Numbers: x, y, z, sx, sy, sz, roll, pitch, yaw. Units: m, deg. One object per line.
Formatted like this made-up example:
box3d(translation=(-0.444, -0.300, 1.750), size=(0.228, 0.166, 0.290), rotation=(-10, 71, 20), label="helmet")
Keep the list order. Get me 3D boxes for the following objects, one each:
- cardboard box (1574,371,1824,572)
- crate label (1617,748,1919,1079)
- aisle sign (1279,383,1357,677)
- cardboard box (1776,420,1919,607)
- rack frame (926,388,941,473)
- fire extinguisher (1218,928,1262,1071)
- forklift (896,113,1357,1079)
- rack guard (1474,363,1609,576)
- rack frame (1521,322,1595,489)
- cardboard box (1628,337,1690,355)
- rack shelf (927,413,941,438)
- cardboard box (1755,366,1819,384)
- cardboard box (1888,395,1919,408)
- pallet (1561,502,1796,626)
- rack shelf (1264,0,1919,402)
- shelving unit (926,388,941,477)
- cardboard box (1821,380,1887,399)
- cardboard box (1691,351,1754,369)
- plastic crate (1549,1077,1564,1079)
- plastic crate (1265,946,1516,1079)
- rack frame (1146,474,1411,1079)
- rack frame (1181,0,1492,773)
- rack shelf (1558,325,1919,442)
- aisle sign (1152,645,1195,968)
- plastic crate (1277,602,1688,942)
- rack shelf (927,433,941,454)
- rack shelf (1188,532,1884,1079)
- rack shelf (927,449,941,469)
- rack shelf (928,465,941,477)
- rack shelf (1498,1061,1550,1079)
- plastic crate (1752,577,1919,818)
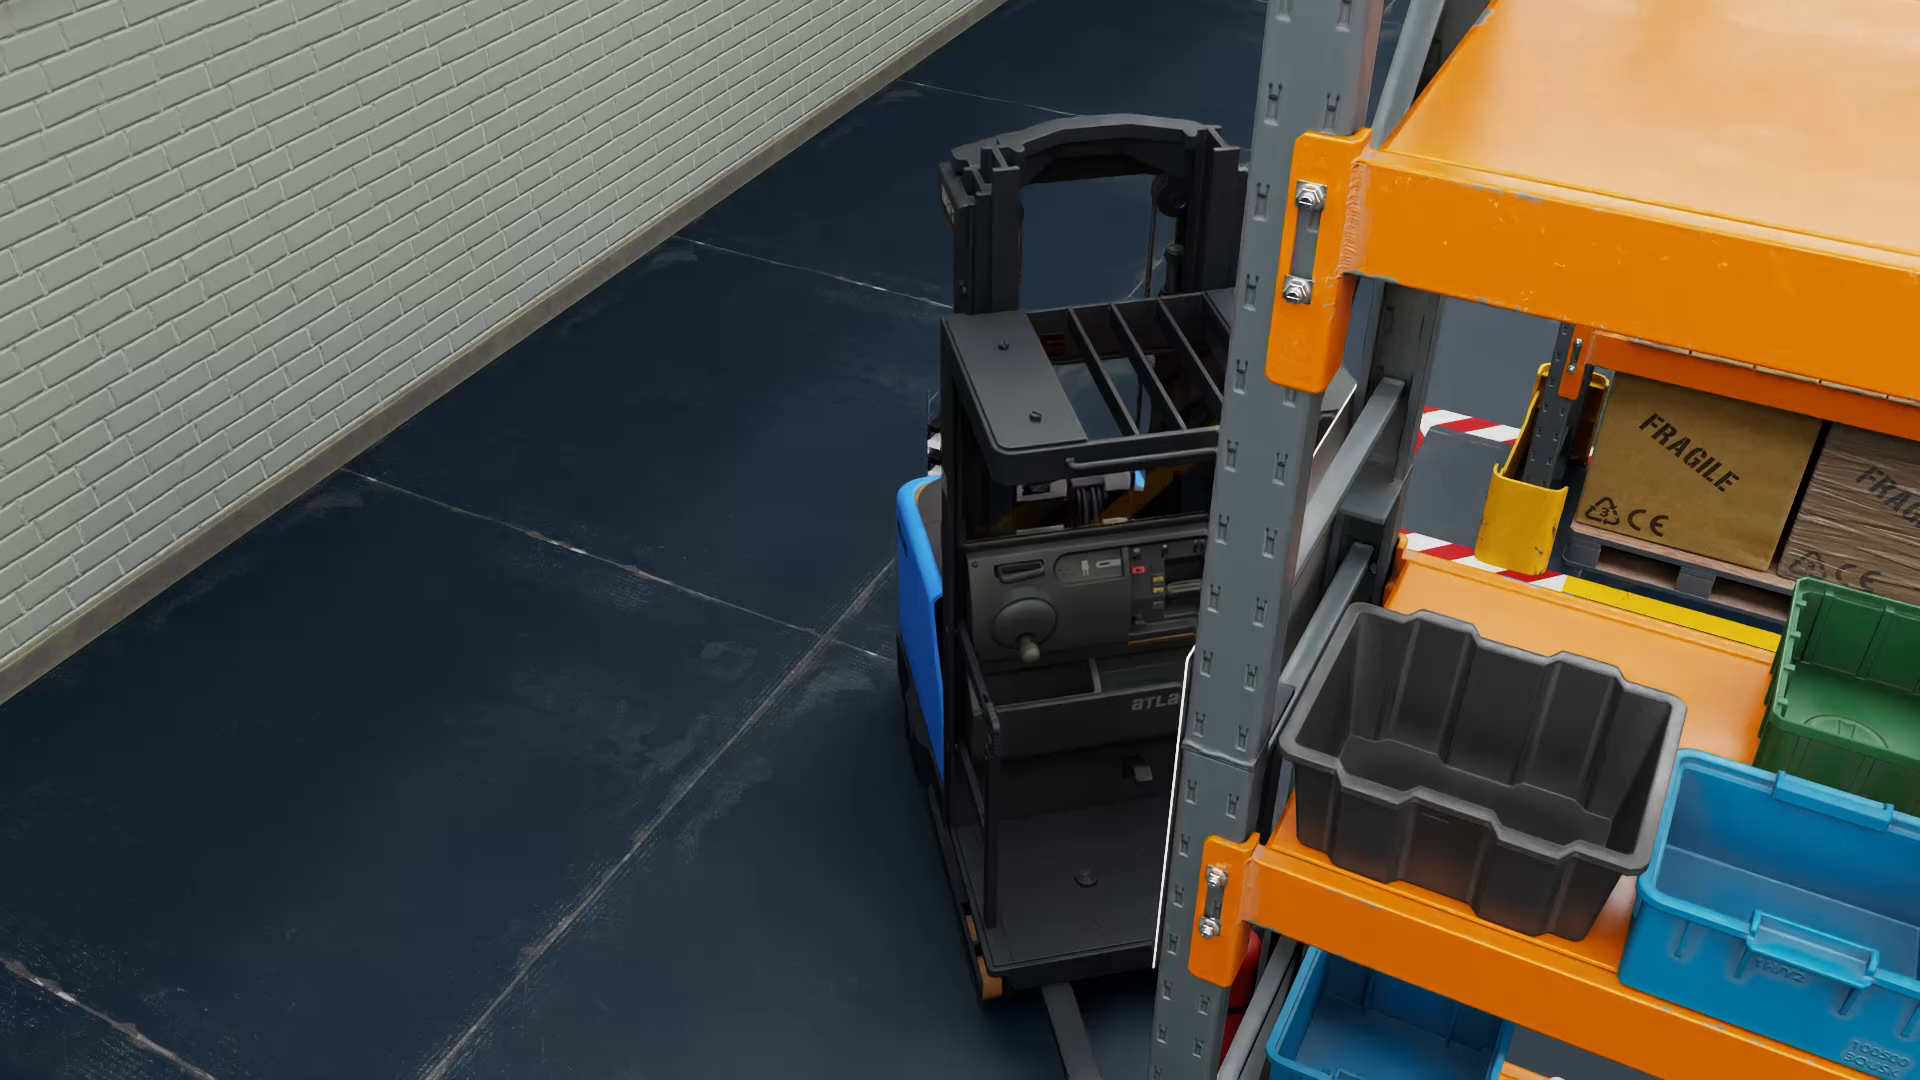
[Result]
box3d(translation=(3.545, -0.547, 7.900), size=(0.875, 0.875, 0.875), rotation=(17, 41, 21), label="cardboard box")
box3d(translation=(1.332, 0.592, 2.631), size=(0.502, 0.251, 0.408), rotation=(17, 41, 21), label="crate label")
box3d(translation=(0.733, 0.085, 3.507), size=(0.004, 0.787, 0.394), rotation=(17, 41, 21), label="aisle sign")
box3d(translation=(4.353, -0.294, 7.567), size=(0.875, 0.875, 0.875), rotation=(17, 41, 21), label="cardboard box")
box3d(translation=(-0.097, -0.389, 8.018), size=(0.006, 0.900, 0.240), rotation=(17, 41, 21), label="rack frame")
box3d(translation=(0.737, 1.191, 4.572), size=(0.183, 0.674, 0.296), rotation=(17, 41, 21), label="fire extinguisher")
box3d(translation=(0.533, 0.251, 5.495), size=(1.130, 2.935, 3.031), rotation=(-7, 38, -10), label="forklift")
box3d(translation=(2.918, -0.372, 8.327), size=(0.348, 0.500, 1.175), rotation=(17, 41, 21), label="rack guard")
box3d(translation=(2.939, -1.361, 7.562), size=(0.127, 3.000, 1.000), rotation=(17, 41, 21), label="rack frame")
box3d(translation=(3.103, -0.985, 7.275), size=(0.250, 0.149, 0.380), rotation=(18, 41, 22), label="cardboard box")
box3d(translation=(-0.007, -0.549, 7.838), size=(0.200, 0.077, 0.258), rotation=(17, 41, 21), label="rack shelf")
box3d(translation=(3.559, -0.844, 7.088), size=(0.250, 0.149, 0.380), rotation=(16, 40, 20), label="cardboard box")
box3d(translation=(4.016, -0.701, 6.900), size=(0.250, 0.149, 0.380), rotation=(17, 40, 21), label="cardboard box")
box3d(translation=(3.685, -0.070, 8.168), size=(1.213, 0.211, 1.003), rotation=(17, 41, 21), label="pallet")
box3d(translation=(2.438, -0.090, 1.851), size=(4.000, 0.370, 1.077), rotation=(17, 41, 21), label="rack shelf")
box3d(translation=(-0.007, -0.361, 7.981), size=(0.210, 0.900, 0.258), rotation=(17, 41, 21), label="shelving unit")
box3d(translation=(3.791, -0.772, 6.994), size=(0.250, 0.149, 0.380), rotation=(17, 40, 21), label="cardboard box")
box3d(translation=(3.331, -0.915, 7.182), size=(0.250, 0.149, 0.380), rotation=(17, 40, 21), label="cardboard box")
box3d(translation=(1.469, 1.509, 3.950), size=(0.243, 0.136, 0.396), rotation=(17, 41, 21), label="plastic crate")
box3d(translation=(1.045, 1.253, 4.040), size=(0.499, 0.435, 0.616), rotation=(17, 41, 21), label="plastic crate")
box3d(translation=(0.662, 1.298, 4.059), size=(0.127, 3.000, 1.000), rotation=(17, 41, 21), label="rack frame")
box3d(translation=(0.662, -1.092, 2.245), size=(0.127, 3.000, 1.000), rotation=(17, 41, 21), label="rack frame")
box3d(translation=(4.715, -0.519, 7.047), size=(4.000, 0.370, 1.077), rotation=(17, 41, 21), label="rack shelf")
box3d(translation=(0.461, 0.402, 3.089), size=(0.004, 0.787, 0.394), rotation=(17, 41, 21), label="aisle sign")
box3d(translation=(0.875, 0.412, 2.854), size=(0.590, 0.269, 0.497), rotation=(17, 41, 21), label="plastic crate")
box3d(translation=(-0.007, -0.478, 7.892), size=(0.200, 0.077, 0.258), rotation=(17, 41, 21), label="rack shelf")
box3d(translation=(2.438, 0.946, 2.637), size=(4.000, 0.370, 1.077), rotation=(17, 41, 21), label="rack shelf")
box3d(translation=(-0.007, -0.406, 7.947), size=(0.200, 0.077, 0.258), rotation=(17, 41, 21), label="rack shelf")
box3d(translation=(-0.007, -0.334, 8.001), size=(0.200, 0.077, 0.258), rotation=(17, 41, 21), label="rack shelf")
box3d(translation=(2.438, 2.141, 3.544), size=(4.000, 0.370, 1.077), rotation=(17, 41, 21), label="rack shelf")
box3d(translation=(1.669, 0.309, 3.057), size=(0.336, 0.188, 0.450), rotation=(17, 41, 21), label="plastic crate")
